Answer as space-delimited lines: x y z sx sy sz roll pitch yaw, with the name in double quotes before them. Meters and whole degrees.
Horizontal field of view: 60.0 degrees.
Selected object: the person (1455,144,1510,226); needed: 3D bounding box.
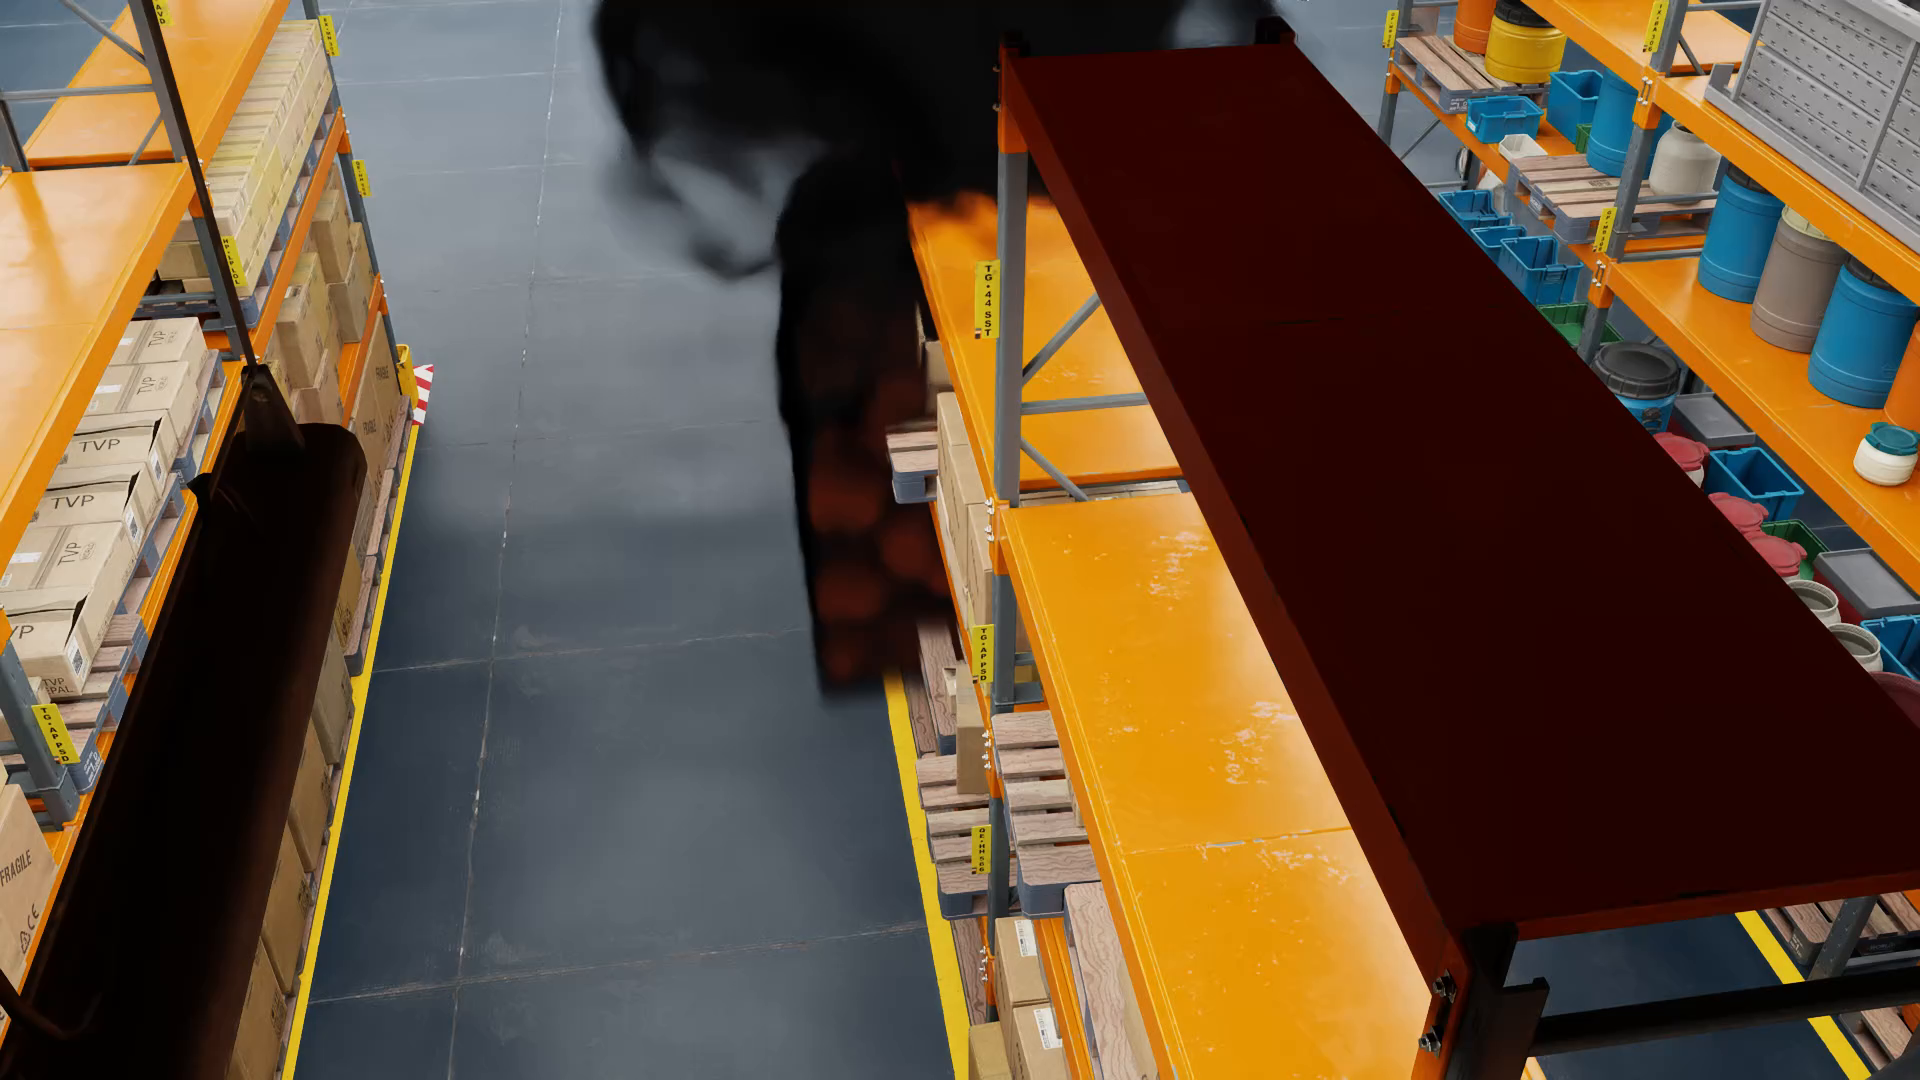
"person" 5.091 -3.476 16.369 0.680 1.693 0.823 -30 46 -34
